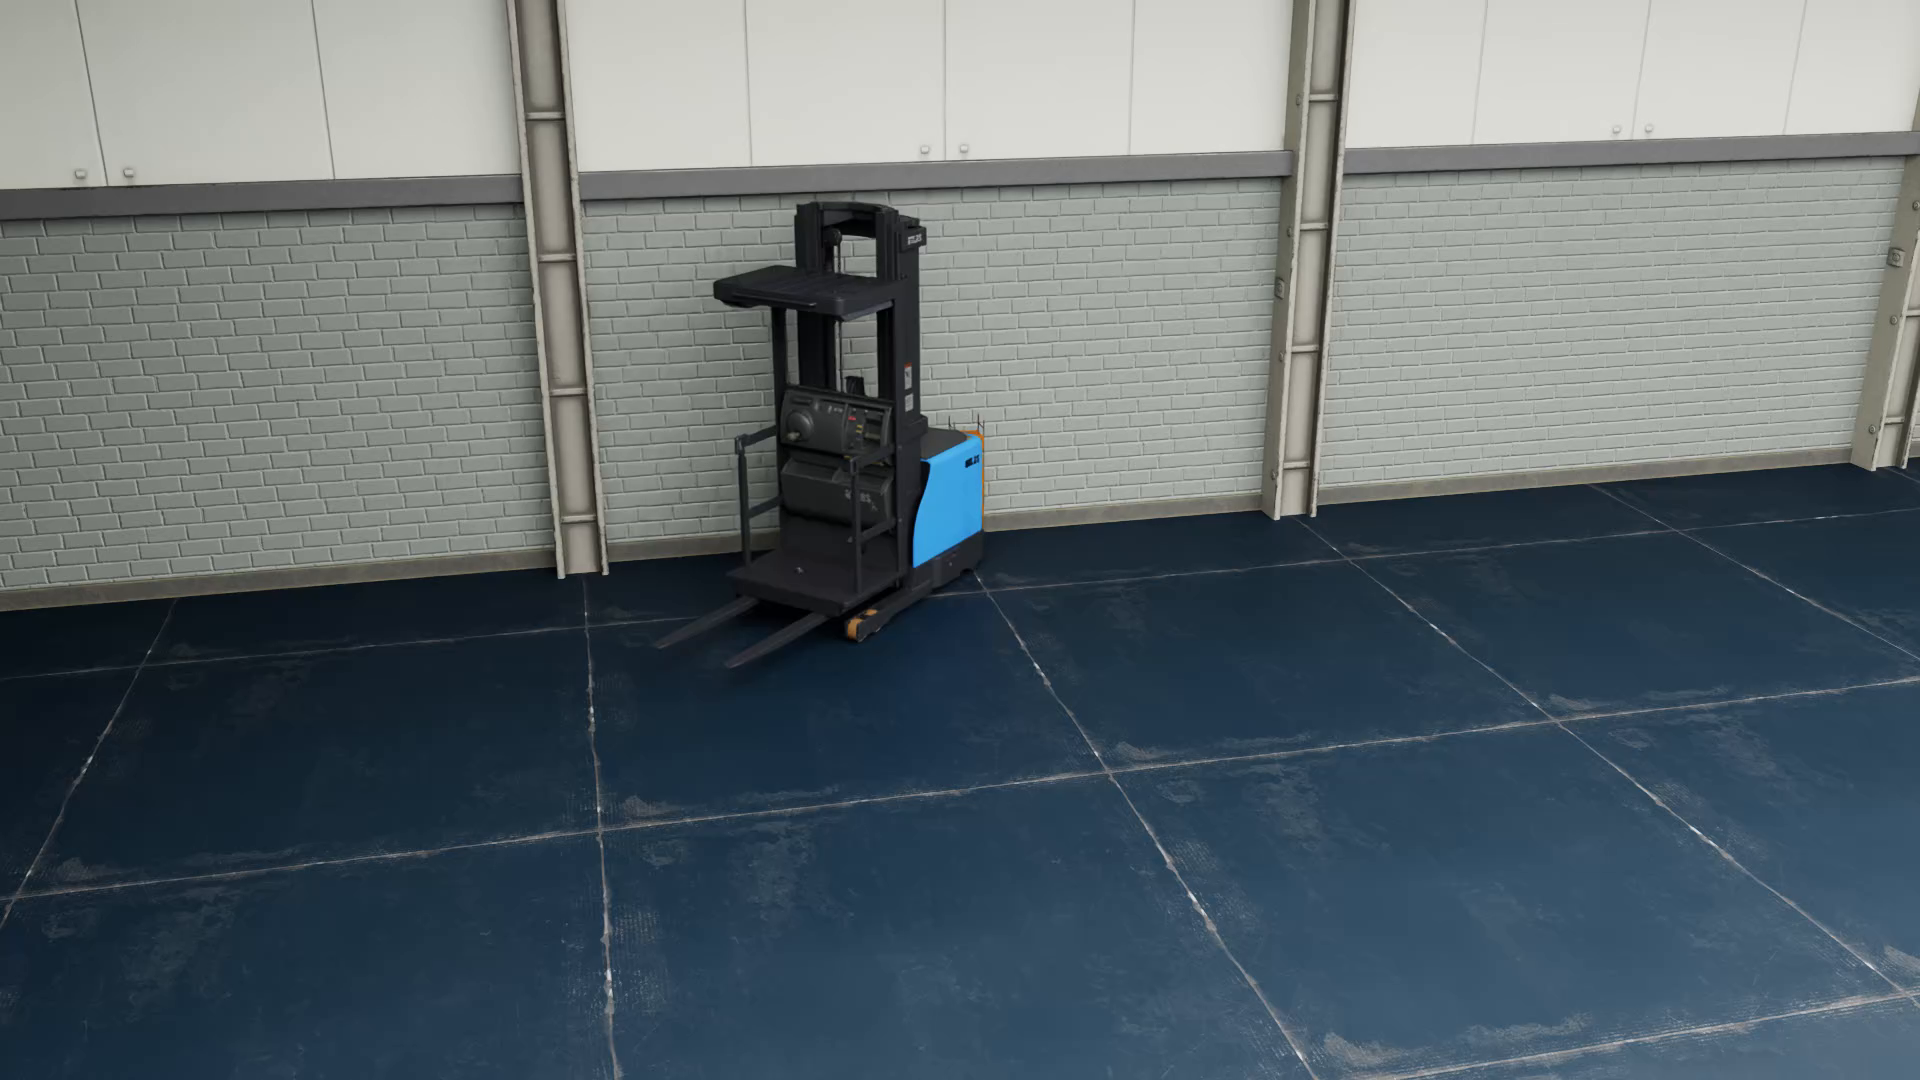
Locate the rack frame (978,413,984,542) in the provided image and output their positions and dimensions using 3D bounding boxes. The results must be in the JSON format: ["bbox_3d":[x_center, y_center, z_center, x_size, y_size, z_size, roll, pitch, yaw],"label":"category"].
[{"bbox_3d":[0.171,-0.507,13.672,0.008,1.050,0.200,-5,21,-12],"label":"rack frame"}]

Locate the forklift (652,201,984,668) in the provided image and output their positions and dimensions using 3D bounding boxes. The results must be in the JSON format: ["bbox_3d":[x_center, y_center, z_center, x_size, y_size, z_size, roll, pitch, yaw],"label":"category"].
[{"bbox_3d":[-1.008,-0.835,11.833,1.130,2.935,3.031,12,23,29],"label":"forklift"}]

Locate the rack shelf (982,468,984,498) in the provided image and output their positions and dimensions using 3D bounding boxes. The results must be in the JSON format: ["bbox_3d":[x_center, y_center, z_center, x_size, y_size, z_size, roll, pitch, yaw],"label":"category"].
[{"bbox_3d":[0.052,-0.487,13.649,0.240,0.259,0.215,-5,21,-12],"label":"rack shelf"}]

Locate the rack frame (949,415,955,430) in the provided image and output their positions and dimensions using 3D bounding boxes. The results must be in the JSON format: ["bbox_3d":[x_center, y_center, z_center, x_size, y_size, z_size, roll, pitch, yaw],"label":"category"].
[{"bbox_3d":[-0.067,-0.488,13.619,0.008,1.050,0.200,-5,21,-12],"label":"rack frame"}]

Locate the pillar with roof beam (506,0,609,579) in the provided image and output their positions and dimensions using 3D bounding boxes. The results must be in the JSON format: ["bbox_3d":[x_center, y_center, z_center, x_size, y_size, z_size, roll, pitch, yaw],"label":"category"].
[{"bbox_3d":[-1.995,-2.549,7.690,0.400,9.000,9.100,-5,21,-12],"label":"pillar with roof beam"}]

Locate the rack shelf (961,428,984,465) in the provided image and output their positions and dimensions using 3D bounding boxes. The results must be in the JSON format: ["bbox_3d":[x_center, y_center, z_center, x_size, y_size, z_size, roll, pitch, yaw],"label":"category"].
[{"bbox_3d":[0.052,-0.754,13.552,0.240,0.259,0.215,-5,21,-12],"label":"rack shelf"}]

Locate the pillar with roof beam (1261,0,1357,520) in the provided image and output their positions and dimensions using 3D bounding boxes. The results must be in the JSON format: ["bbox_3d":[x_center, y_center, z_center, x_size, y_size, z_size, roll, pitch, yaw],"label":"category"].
[{"bbox_3d":[3.844,-3.024,8.987,0.400,9.000,9.100,-5,21,-12],"label":"pillar with roof beam"}]

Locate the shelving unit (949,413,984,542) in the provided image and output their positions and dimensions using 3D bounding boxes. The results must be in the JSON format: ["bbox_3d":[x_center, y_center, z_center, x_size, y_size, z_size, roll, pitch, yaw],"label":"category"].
[{"bbox_3d":[0.052,-0.497,13.646,0.252,1.050,0.215,-5,21,-12],"label":"shelving unit"}]

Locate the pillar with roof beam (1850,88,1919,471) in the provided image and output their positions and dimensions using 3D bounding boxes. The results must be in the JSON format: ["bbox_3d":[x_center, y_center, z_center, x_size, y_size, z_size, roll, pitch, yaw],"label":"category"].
[{"bbox_3d":[9.683,-3.499,10.283,0.400,9.000,9.100,-5,21,-12],"label":"pillar with roof beam"}]
